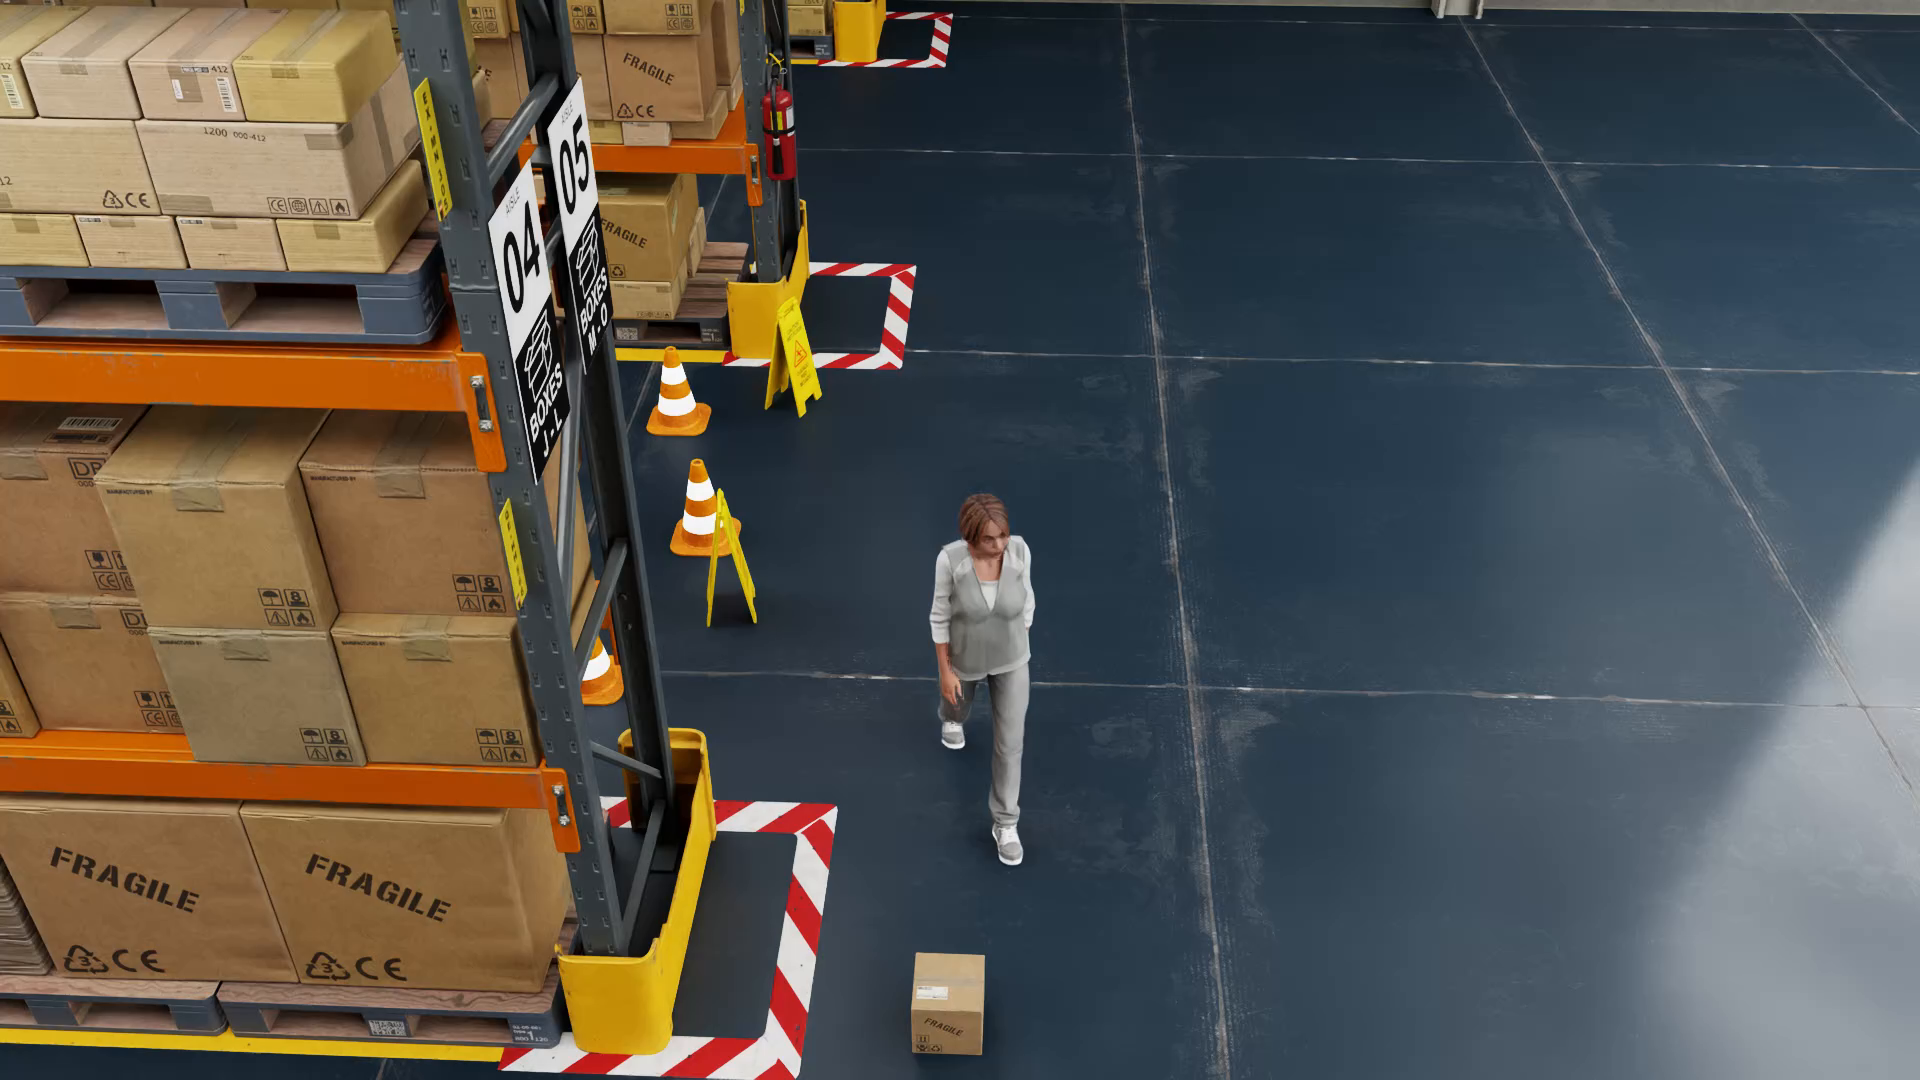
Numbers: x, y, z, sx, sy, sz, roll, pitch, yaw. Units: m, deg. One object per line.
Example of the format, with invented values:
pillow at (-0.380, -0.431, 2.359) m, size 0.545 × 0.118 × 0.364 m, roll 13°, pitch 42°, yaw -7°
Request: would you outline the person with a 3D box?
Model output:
person at (0.087, 0.437, 6.510) m, size 0.417 × 1.559 × 0.901 m, roll -3°, pitch 36°, yaw -4°
